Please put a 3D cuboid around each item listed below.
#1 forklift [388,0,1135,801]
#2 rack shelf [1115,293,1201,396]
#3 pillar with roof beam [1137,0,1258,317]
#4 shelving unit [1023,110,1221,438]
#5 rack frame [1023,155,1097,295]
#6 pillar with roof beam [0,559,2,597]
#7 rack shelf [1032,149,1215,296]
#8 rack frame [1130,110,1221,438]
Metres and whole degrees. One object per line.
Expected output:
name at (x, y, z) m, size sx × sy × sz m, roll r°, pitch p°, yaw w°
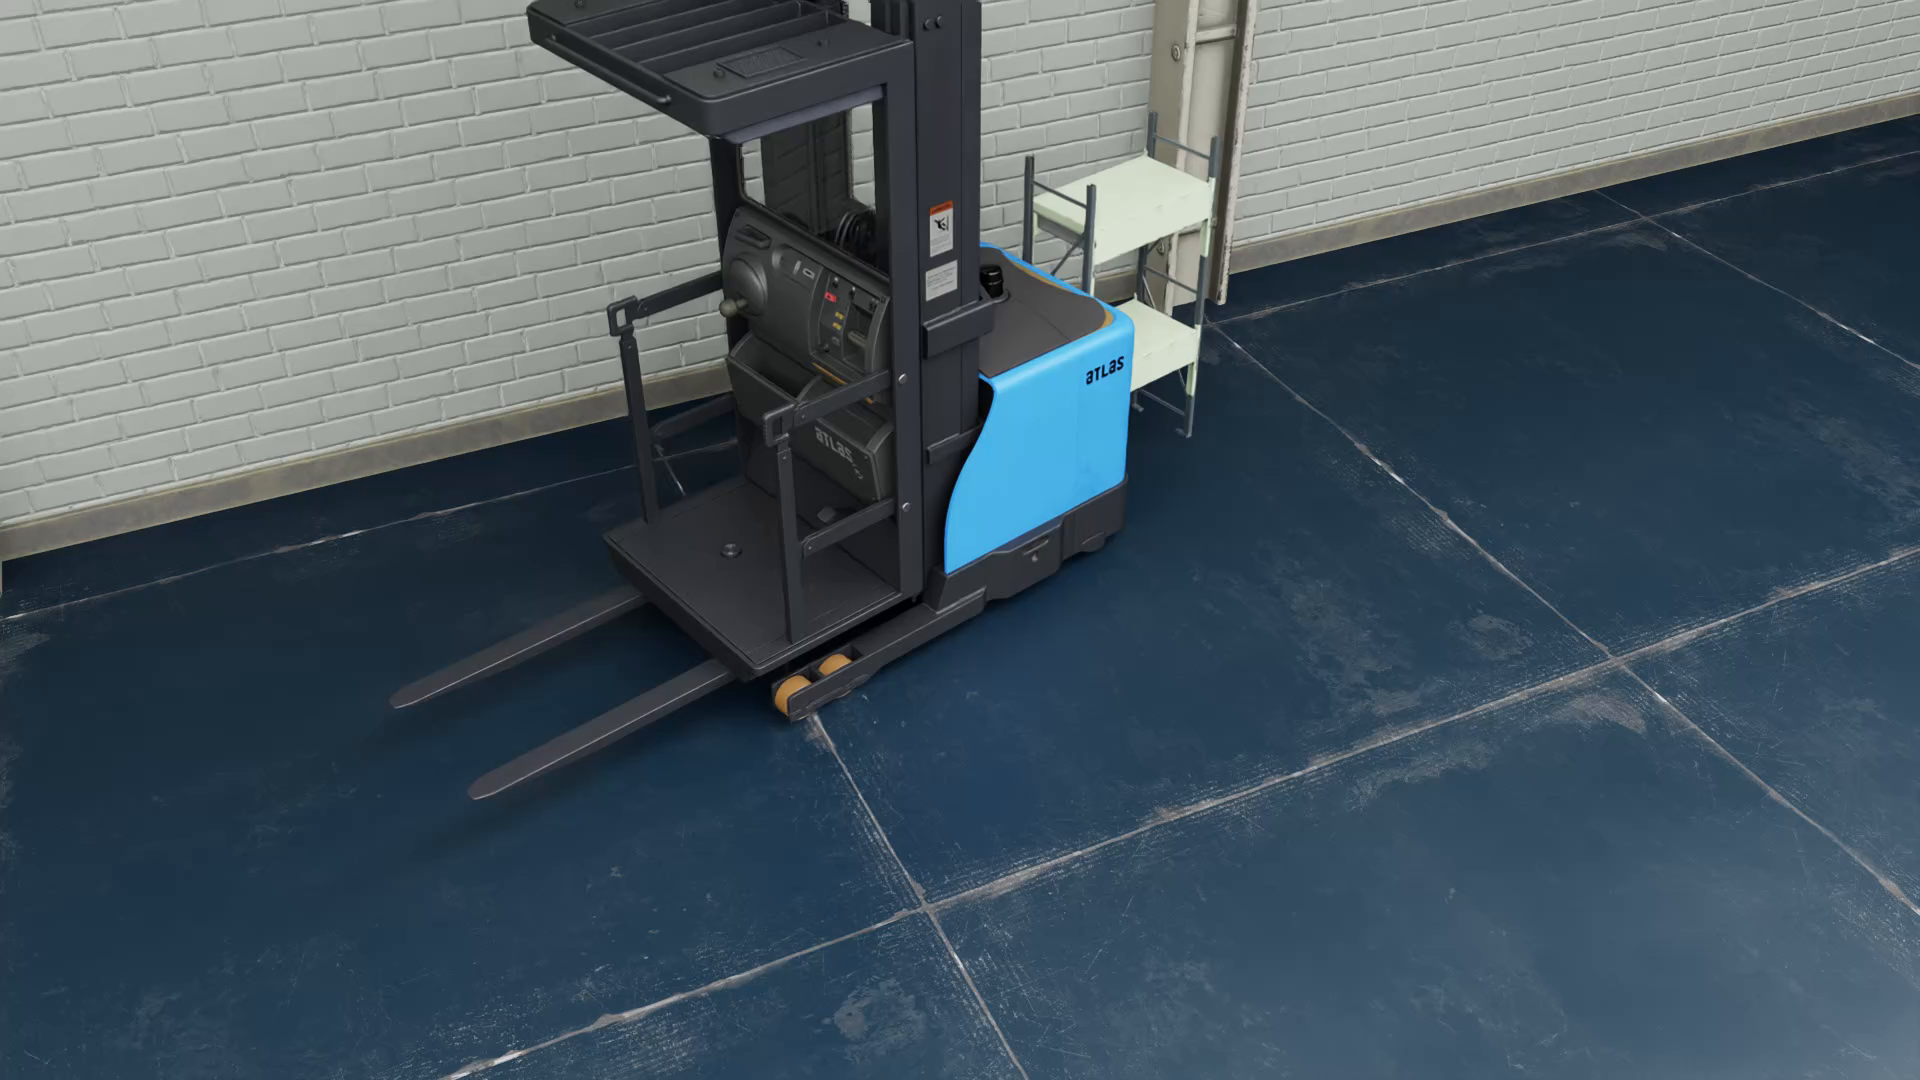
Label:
forklift at (-0.729, -0.848, 5.933) m, size 3.031 × 2.935 × 1.130 m, roll -27°, pitch 44°, yaw -32°
rack shelf at (0.686, -0.778, 7.588) m, size 0.720 × 0.370 × 0.431 m, roll -27°, pitch 44°, yaw -32°
pillar with roof beam at (3.024, -2.605, 3.208) m, size 0.400 × 9.000 × 9.100 m, roll -16°, pitch 39°, yaw -20°
shelving unit at (0.686, -1.040, 7.393) m, size 0.755 × 1.500 × 0.431 m, roll -27°, pitch 44°, yaw -32°
rack frame at (0.408, -0.898, 7.202) m, size 0.023 × 1.500 × 0.400 m, roll -27°, pitch 44°, yaw -32°
pillar with roof beam at (-2.408, -1.086, 1.161) m, size 0.400 × 9.000 × 9.100 m, roll -16°, pitch 39°, yaw -20°
rack shelf at (0.686, -1.354, 7.161) m, size 0.720 × 0.370 × 0.431 m, roll -27°, pitch 44°, yaw -32°
rack frame at (0.963, -1.182, 7.585) m, size 0.023 × 1.500 × 0.400 m, roll -27°, pitch 44°, yaw -32°
